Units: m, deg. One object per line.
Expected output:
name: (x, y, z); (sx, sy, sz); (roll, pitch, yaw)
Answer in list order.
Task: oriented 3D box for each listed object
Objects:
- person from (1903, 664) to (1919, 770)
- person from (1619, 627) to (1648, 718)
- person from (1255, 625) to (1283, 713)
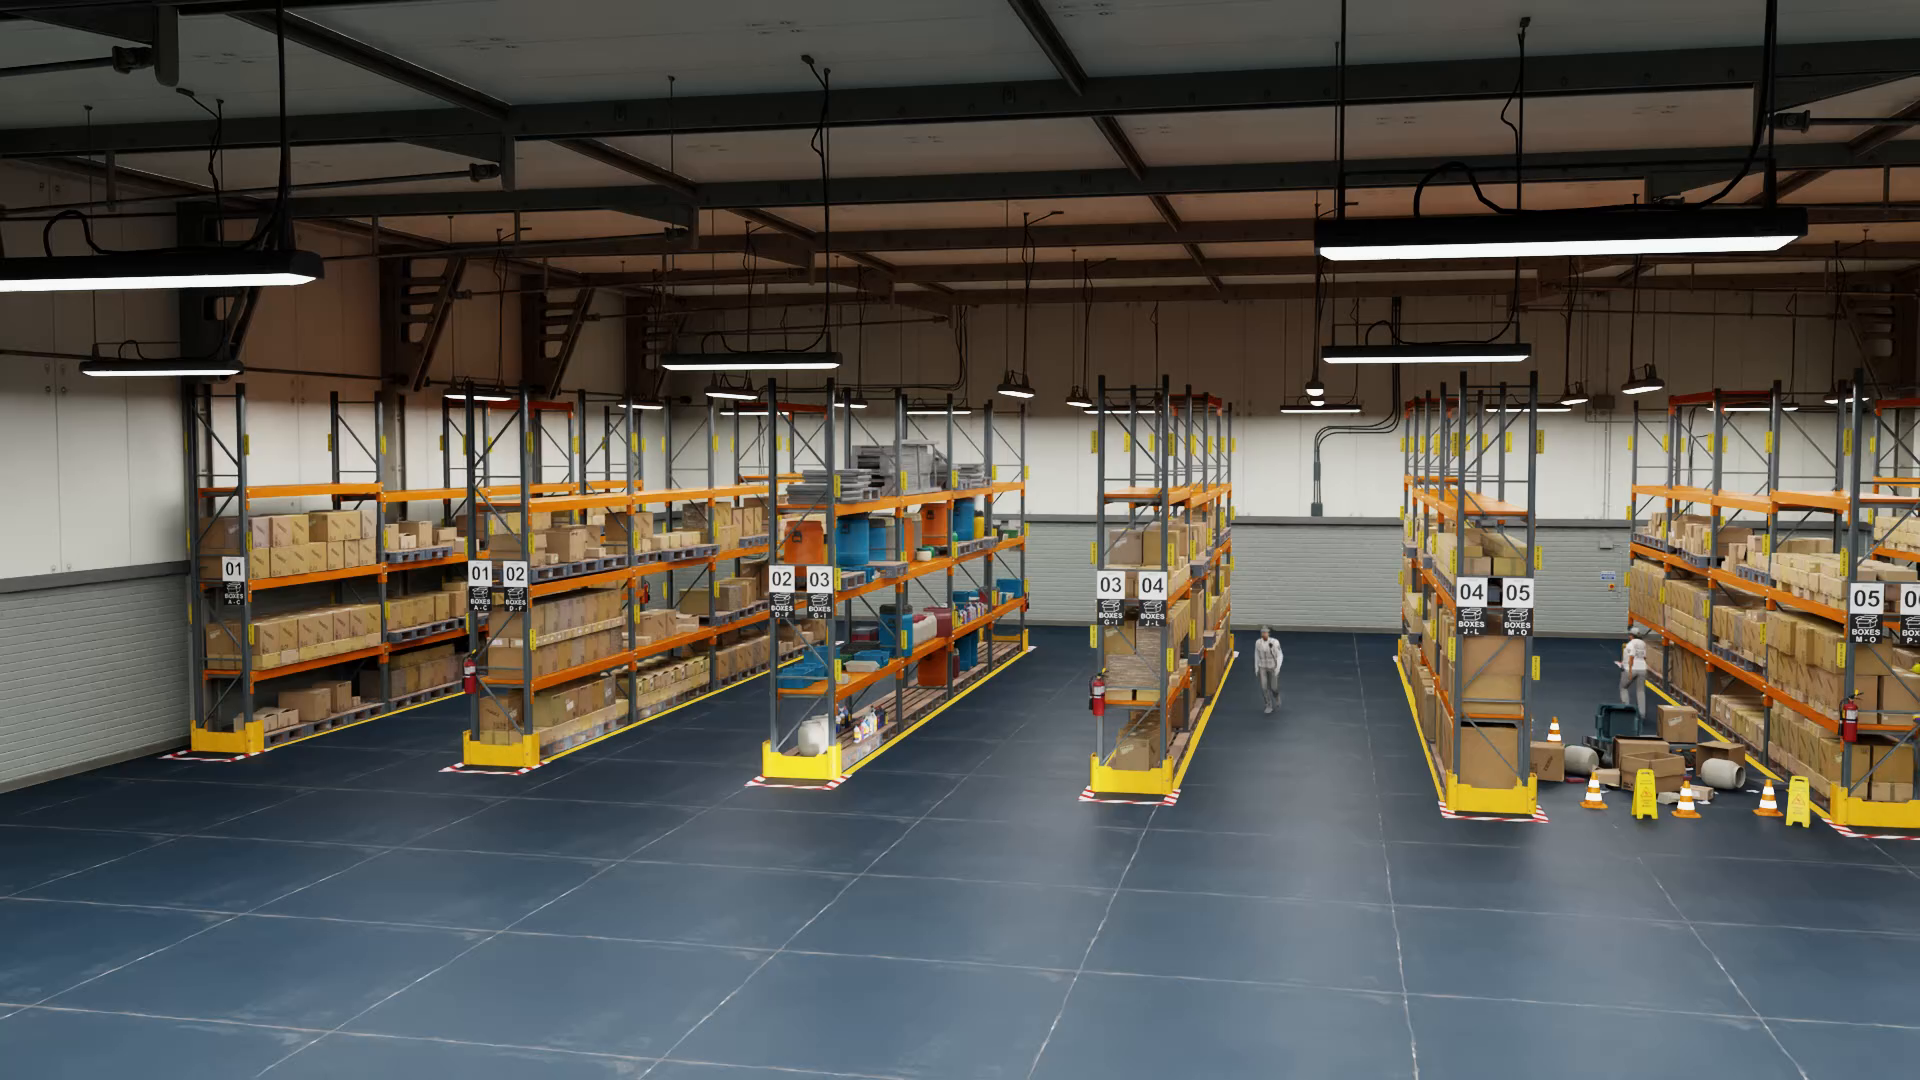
person: (14.649, 2.732, 25.353); (0.657, 1.654, 0.766); (1, 3, 15)
person: (12.374, 2.460, 30.449); (0.505, 1.705, 0.567); (0, 3, -6)
person: (5.815, 2.402, 31.248); (0.548, 1.643, 0.607); (2, 4, 26)
